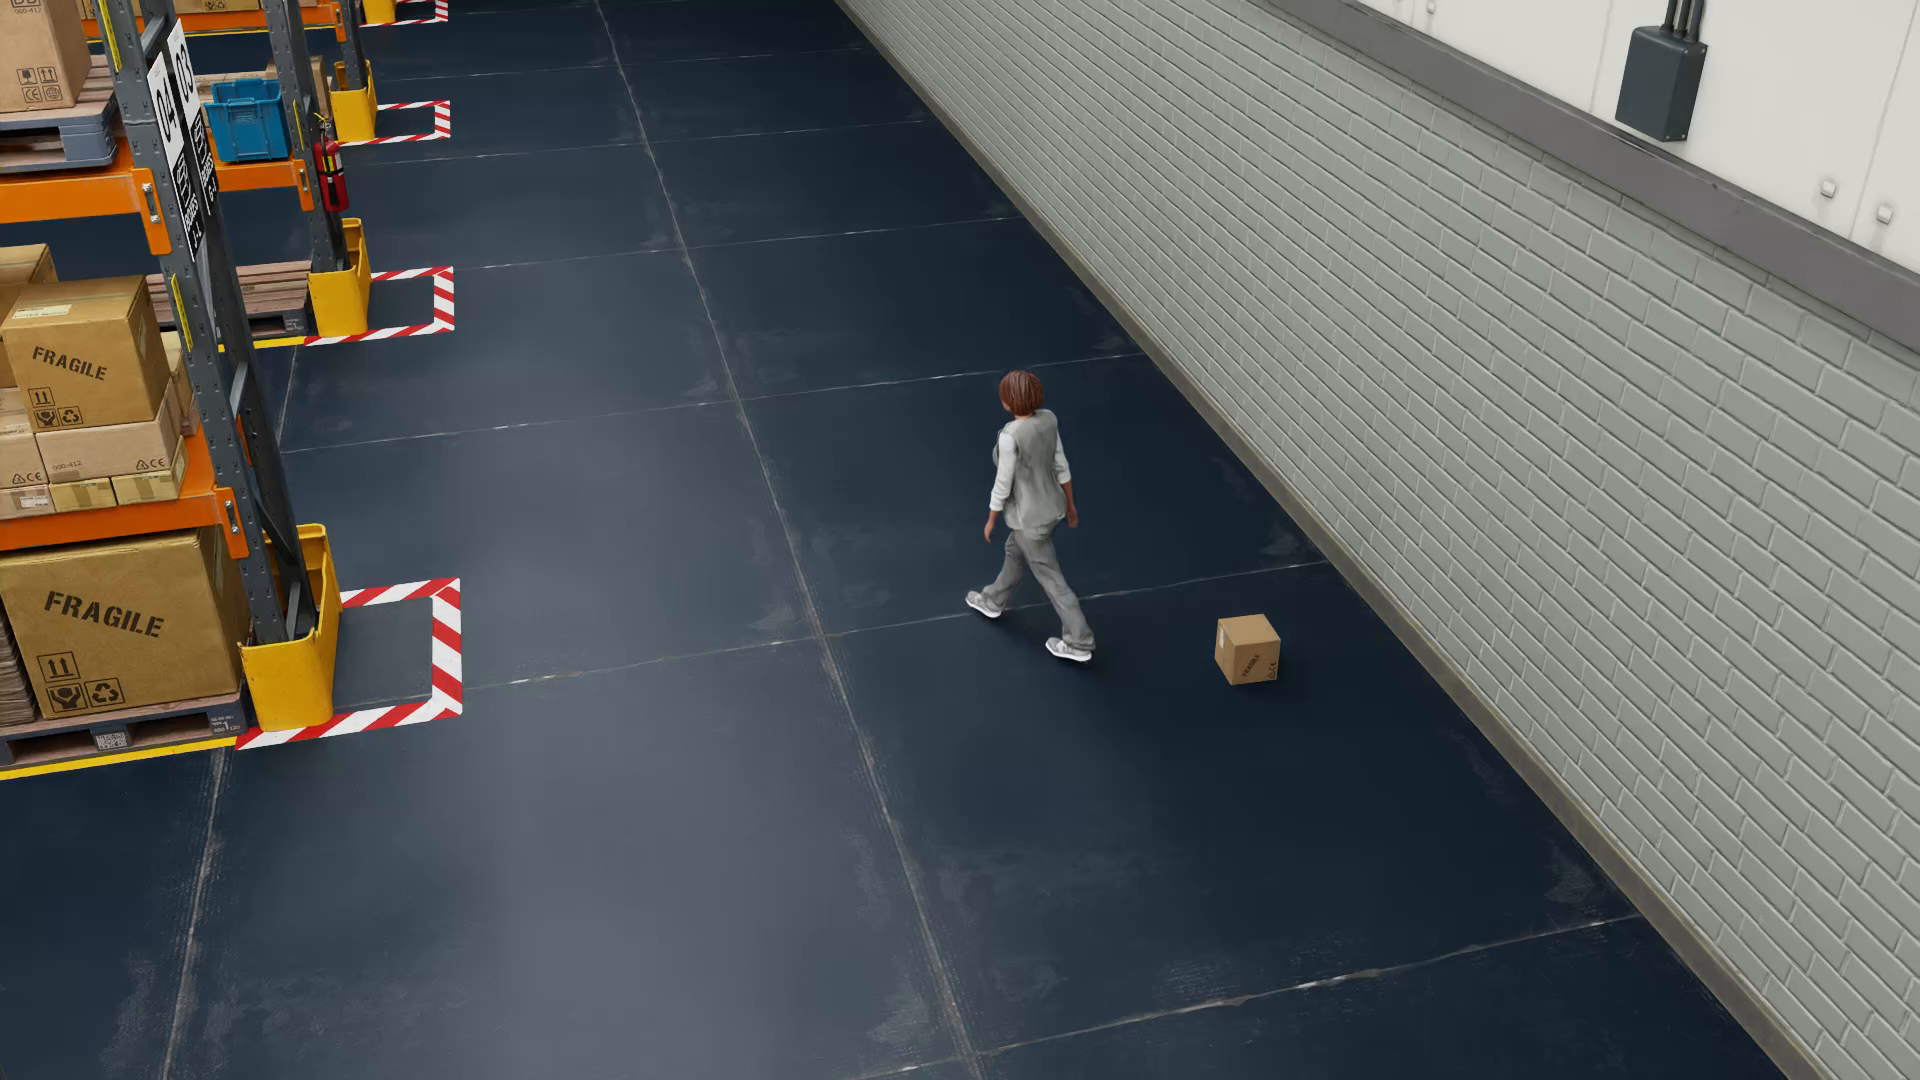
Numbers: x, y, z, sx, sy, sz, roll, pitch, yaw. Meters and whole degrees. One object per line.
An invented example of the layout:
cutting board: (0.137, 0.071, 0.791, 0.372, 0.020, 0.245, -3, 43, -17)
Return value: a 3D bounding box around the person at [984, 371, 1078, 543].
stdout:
person: (0.349, -0.398, 8.297, 0.362, 0.903, 0.444, 20, 36, 30)
